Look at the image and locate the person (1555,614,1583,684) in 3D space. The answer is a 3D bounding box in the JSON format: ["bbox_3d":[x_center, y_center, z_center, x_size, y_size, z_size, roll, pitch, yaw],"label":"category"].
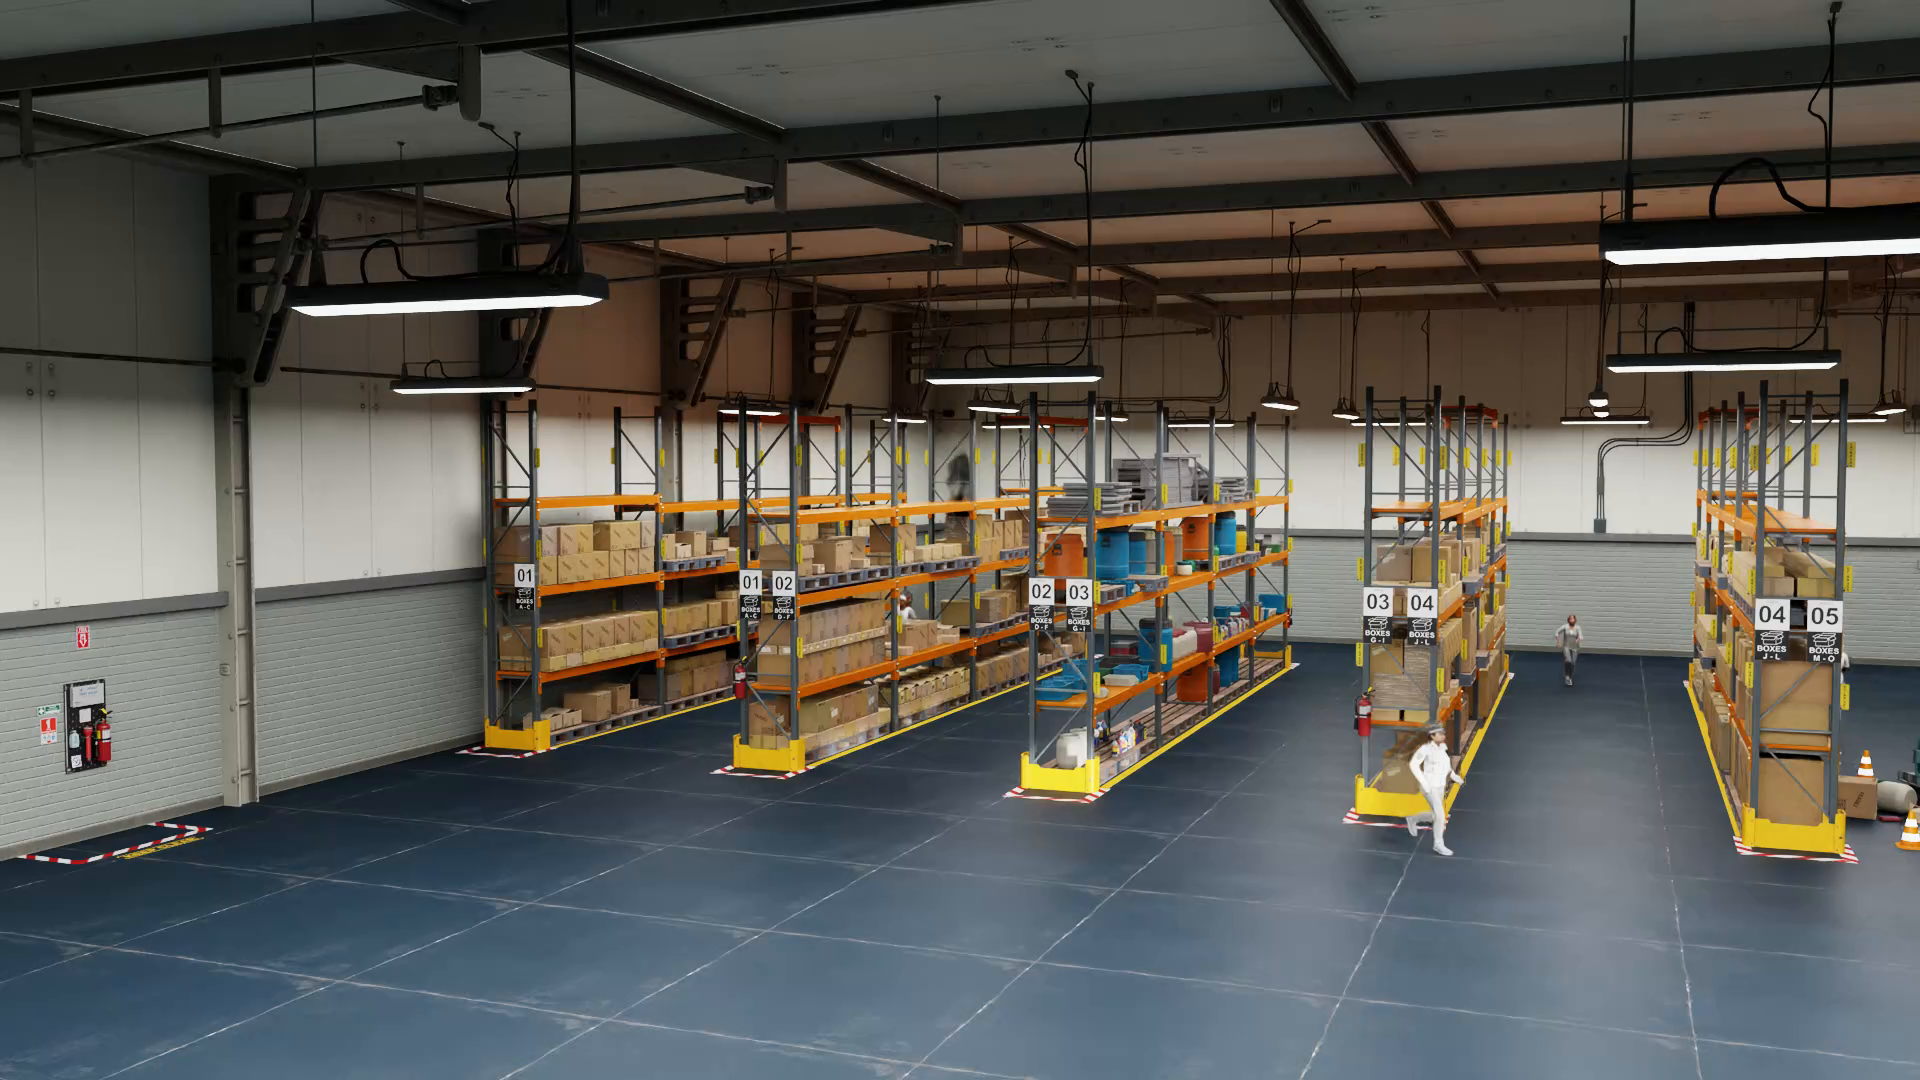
[{"bbox_3d":[13.374,2.404,36.476,0.548,1.557,0.705,0,3,10],"label":"person"}]

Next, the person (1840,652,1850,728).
[{"bbox_3d":[15.726,2.606,30.067,0.688,1.781,0.950,1,3,17],"label":"person"}]

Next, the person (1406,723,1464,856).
[{"bbox_3d":[5.969,3.136,21.221,0.602,1.671,0.782,-2,3,-36],"label":"person"}]

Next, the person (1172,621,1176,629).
[{"bbox_3d":[4.642,2.348,37.883,0.596,1.642,0.792,1,3,21],"label":"person"}]

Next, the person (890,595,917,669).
[{"bbox_3d":[-1.368,2.188,39.643,0.683,1.739,0.616,1,3,19],"label":"person"}]
